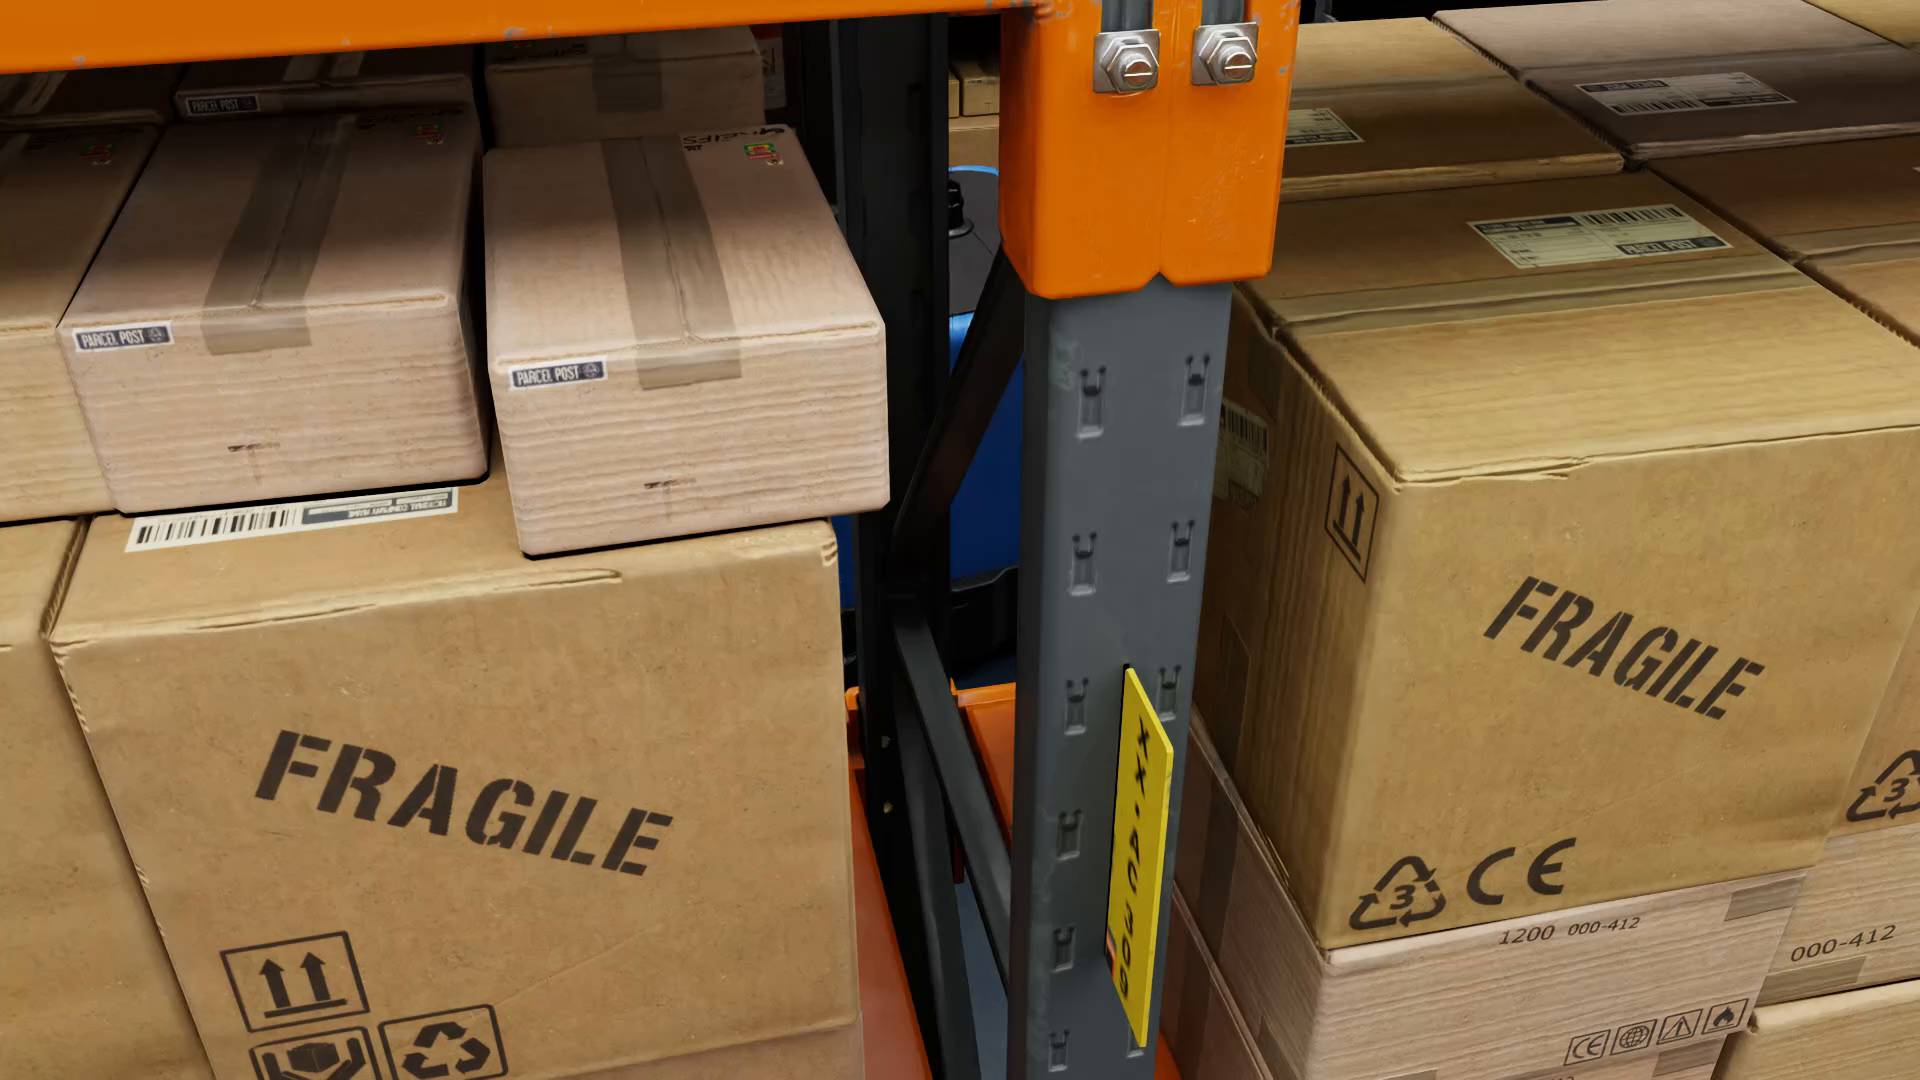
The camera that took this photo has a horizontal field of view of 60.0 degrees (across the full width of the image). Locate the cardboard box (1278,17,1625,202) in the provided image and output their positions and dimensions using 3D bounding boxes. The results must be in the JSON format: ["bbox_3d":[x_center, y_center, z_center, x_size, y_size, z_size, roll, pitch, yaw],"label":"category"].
[{"bbox_3d":[0.397,-0.298,2.016,0.500,0.500,0.500,-6,34,-9],"label":"cardboard box"}]

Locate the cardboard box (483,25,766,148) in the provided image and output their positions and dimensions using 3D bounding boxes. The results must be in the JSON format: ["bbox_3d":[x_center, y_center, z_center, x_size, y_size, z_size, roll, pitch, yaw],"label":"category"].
[{"bbox_3d":[-0.349,-0.479,1.702,0.250,0.149,0.380,-8,35,-11],"label":"cardboard box"}]

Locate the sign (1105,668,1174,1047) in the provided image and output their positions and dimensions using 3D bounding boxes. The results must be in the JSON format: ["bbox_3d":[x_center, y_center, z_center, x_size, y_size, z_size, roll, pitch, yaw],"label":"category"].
[{"bbox_3d":[0.140,0.259,1.324,0.005,0.325,0.100,-7,35,-11],"label":"sign"}]

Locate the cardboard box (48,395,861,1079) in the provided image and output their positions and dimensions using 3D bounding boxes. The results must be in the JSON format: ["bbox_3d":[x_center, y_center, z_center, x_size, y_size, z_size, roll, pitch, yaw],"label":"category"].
[{"bbox_3d":[-0.383,0.101,1.420,0.500,0.500,0.500,-7,35,-11],"label":"cardboard box"}]

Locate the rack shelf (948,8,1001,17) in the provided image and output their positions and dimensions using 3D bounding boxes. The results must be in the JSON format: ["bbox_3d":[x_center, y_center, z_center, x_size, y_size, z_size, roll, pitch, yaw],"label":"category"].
[{"bbox_3d":[0.868,-2.295,6.623,4.000,0.370,1.077,-7,35,-11],"label":"rack shelf"}]

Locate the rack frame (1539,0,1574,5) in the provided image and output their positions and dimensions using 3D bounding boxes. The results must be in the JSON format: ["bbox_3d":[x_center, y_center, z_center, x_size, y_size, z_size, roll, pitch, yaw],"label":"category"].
[{"bbox_3d":[2.819,-2.839,6.789,0.127,3.000,1.000,-7,35,-11],"label":"rack frame"}]

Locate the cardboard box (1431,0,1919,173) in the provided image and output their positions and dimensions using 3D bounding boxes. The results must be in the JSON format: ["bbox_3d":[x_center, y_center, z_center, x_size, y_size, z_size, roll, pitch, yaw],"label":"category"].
[{"bbox_3d":[0.900,-0.366,2.116,0.500,0.500,0.500,-7,34,-10],"label":"cardboard box"}]

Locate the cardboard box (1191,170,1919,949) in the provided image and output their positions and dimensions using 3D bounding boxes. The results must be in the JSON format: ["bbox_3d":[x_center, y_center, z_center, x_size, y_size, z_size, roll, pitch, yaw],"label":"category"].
[{"bbox_3d":[0.509,-0.005,1.578,0.500,0.500,0.500,-7,34,-10],"label":"cardboard box"}]

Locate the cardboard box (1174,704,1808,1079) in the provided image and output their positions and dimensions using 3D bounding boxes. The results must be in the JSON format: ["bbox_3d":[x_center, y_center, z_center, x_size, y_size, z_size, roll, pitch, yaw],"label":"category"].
[{"bbox_3d":[0.508,0.304,1.792,0.500,0.250,0.500,-8,35,-12],"label":"cardboard box"}]

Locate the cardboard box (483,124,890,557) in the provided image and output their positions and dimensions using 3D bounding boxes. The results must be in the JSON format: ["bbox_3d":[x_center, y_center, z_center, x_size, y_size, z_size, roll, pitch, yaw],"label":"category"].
[{"bbox_3d":[-0.214,-0.165,1.235,0.250,0.149,0.380,-8,35,-12],"label":"cardboard box"}]

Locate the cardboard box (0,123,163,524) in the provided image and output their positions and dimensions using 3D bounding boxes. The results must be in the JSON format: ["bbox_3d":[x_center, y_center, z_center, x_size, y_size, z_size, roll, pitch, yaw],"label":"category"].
[{"bbox_3d":[-0.740,-0.167,1.237,0.250,0.149,0.380,-7,35,-10],"label":"cardboard box"}]

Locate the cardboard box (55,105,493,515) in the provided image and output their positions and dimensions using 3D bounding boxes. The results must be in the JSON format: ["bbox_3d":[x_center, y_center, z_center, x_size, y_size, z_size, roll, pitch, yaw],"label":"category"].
[{"bbox_3d":[-0.495,-0.192,1.275,0.250,0.149,0.380,-6,34,-9],"label":"cardboard box"}]

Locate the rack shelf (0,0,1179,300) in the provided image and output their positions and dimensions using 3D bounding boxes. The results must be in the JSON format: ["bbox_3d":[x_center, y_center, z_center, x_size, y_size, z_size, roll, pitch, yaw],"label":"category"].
[{"bbox_3d":[-1.934,-0.351,1.035,4.000,0.370,1.077,-7,35,-11],"label":"rack shelf"}]

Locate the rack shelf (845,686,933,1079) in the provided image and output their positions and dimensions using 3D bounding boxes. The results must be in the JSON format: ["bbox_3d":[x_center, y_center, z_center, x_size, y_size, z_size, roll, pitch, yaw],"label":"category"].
[{"bbox_3d":[-1.934,0.894,1.871,4.000,0.370,1.077,-7,35,-11],"label":"rack shelf"}]

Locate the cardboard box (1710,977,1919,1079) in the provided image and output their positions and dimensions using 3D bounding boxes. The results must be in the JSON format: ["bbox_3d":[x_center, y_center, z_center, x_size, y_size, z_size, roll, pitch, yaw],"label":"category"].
[{"bbox_3d":[1.008,0.437,2.041,0.500,0.250,0.500,-8,35,-12],"label":"cardboard box"}]

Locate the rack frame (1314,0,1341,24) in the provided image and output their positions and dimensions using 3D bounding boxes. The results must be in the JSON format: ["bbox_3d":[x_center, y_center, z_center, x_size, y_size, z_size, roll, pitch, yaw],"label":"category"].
[{"bbox_3d":[1.218,-0.977,5.360,0.032,1.500,0.500,-13,36,-19],"label":"rack frame"}]

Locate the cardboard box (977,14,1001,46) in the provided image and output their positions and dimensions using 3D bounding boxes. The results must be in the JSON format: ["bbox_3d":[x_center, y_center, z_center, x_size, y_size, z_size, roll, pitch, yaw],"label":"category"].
[{"bbox_3d":[0.228,-2.075,6.935,0.250,0.149,0.380,-6,34,-9],"label":"cardboard box"}]

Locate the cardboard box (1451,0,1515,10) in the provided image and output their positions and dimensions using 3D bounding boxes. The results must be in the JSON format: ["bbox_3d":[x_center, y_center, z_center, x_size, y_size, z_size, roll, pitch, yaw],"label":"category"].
[{"bbox_3d":[2.242,-2.350,7.345,0.250,0.149,0.380,-5,34,-8],"label":"cardboard box"}]

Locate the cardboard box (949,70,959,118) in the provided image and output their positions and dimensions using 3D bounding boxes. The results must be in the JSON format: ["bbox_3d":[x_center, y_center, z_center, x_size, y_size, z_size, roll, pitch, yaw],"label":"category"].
[{"bbox_3d":[-0.173,-1.767,6.475,0.250,0.149,0.380,-9,35,-13],"label":"cardboard box"}]

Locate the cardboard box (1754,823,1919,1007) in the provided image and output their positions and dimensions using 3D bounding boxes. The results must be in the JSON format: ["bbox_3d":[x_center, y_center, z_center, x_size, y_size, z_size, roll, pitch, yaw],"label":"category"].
[{"bbox_3d":[1.010,0.224,1.910,0.500,0.250,0.500,-7,34,-10],"label":"cardboard box"}]

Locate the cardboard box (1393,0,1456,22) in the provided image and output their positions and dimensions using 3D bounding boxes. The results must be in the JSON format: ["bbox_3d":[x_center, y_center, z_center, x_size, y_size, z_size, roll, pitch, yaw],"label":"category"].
[{"bbox_3d":[1.977,-2.332,7.318,0.250,0.149,0.380,-6,34,-9],"label":"cardboard box"}]

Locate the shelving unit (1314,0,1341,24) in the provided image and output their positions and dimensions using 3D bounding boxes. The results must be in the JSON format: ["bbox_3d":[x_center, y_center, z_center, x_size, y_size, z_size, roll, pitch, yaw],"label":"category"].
[{"bbox_3d":[0.742,-0.863,5.191,1.083,1.500,0.587,-13,36,-19],"label":"shelving unit"}]

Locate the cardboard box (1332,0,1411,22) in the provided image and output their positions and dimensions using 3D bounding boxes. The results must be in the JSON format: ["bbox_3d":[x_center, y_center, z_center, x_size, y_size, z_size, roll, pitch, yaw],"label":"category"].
[{"bbox_3d":[1.752,-2.258,7.207,0.250,0.149,0.380,-7,34,-10],"label":"cardboard box"}]

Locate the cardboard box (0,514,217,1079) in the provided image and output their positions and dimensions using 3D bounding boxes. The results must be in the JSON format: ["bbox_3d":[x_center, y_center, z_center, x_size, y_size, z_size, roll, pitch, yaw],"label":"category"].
[{"bbox_3d":[-0.880,0.159,1.334,0.500,0.500,0.500,-8,35,-11],"label":"cardboard box"}]

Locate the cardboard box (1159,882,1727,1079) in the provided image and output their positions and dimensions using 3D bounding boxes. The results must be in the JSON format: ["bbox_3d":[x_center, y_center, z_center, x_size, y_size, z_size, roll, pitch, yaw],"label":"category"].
[{"bbox_3d":[0.504,0.501,1.945,0.500,0.250,0.500,-8,35,-12],"label":"cardboard box"}]

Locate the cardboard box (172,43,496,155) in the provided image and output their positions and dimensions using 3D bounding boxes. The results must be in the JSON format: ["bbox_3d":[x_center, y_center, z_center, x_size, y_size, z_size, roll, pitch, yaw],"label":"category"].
[{"bbox_3d":[-0.595,-0.438,1.642,0.250,0.149,0.380,-7,34,-10],"label":"cardboard box"}]

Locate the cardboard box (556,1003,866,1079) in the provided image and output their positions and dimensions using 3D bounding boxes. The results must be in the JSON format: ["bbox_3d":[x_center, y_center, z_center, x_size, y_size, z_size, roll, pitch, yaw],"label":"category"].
[{"bbox_3d":[-0.380,0.504,1.717,0.500,0.500,0.500,-7,34,-10],"label":"cardboard box"}]

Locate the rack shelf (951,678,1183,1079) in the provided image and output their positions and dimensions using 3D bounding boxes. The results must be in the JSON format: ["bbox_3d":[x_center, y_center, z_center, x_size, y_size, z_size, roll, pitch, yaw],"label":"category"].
[{"bbox_3d":[1.967,0.403,2.604,4.000,0.370,1.077,-7,35,-11],"label":"rack shelf"}]

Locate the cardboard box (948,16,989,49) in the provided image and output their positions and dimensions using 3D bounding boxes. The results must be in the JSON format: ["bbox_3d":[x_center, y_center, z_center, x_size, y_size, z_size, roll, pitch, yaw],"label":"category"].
[{"bbox_3d":[-0.052,-2.071,6.928,0.250,0.149,0.380,-9,35,-13],"label":"cardboard box"}]

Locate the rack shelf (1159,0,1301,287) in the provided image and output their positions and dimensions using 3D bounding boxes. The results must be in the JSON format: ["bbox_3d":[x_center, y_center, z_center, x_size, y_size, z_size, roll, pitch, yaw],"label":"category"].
[{"bbox_3d":[1.967,-0.843,1.768,4.000,0.370,1.077,-7,35,-11],"label":"rack shelf"}]

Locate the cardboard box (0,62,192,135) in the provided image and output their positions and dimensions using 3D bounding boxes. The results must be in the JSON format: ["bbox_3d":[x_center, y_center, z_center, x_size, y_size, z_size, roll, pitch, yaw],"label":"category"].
[{"bbox_3d":[-0.835,-0.384,1.561,0.250,0.149,0.380,-8,35,-11],"label":"cardboard box"}]

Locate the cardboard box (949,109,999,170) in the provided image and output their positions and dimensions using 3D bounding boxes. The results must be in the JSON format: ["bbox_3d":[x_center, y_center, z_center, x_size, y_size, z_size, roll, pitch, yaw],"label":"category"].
[{"bbox_3d":[-0.044,-1.492,6.648,0.500,0.500,0.500,-8,35,-11],"label":"cardboard box"}]

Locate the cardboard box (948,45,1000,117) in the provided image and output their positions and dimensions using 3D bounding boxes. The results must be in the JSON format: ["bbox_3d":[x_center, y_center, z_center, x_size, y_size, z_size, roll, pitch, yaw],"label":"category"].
[{"bbox_3d":[0.091,-1.808,6.536,0.250,0.149,0.380,-8,35,-11],"label":"cardboard box"}]

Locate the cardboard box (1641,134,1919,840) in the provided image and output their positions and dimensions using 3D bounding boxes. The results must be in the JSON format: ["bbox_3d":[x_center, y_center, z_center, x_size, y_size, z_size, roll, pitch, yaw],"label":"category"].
[{"bbox_3d":[0.999,-0.082,1.694,0.500,0.500,0.500,-7,35,-11],"label":"cardboard box"}]

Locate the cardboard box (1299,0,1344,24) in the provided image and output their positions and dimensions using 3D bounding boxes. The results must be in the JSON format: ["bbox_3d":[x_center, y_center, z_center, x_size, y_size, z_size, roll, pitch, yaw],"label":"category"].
[{"bbox_3d":[1.466,-2.275,7.233,0.250,0.149,0.380,-9,35,-13],"label":"cardboard box"}]

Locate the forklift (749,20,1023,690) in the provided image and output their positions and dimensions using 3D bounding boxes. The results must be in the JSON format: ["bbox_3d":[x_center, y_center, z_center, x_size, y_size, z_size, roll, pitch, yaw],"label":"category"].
[{"bbox_3d":[-1.071,-0.905,3.969,3.031,2.935,1.130,-14,36,-19],"label":"forklift"}]

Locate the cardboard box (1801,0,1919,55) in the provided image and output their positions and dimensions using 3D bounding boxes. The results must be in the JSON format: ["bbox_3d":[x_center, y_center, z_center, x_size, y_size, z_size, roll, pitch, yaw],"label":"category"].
[{"bbox_3d":[1.399,-0.418,2.193,0.500,0.500,0.500,-6,34,-9],"label":"cardboard box"}]
